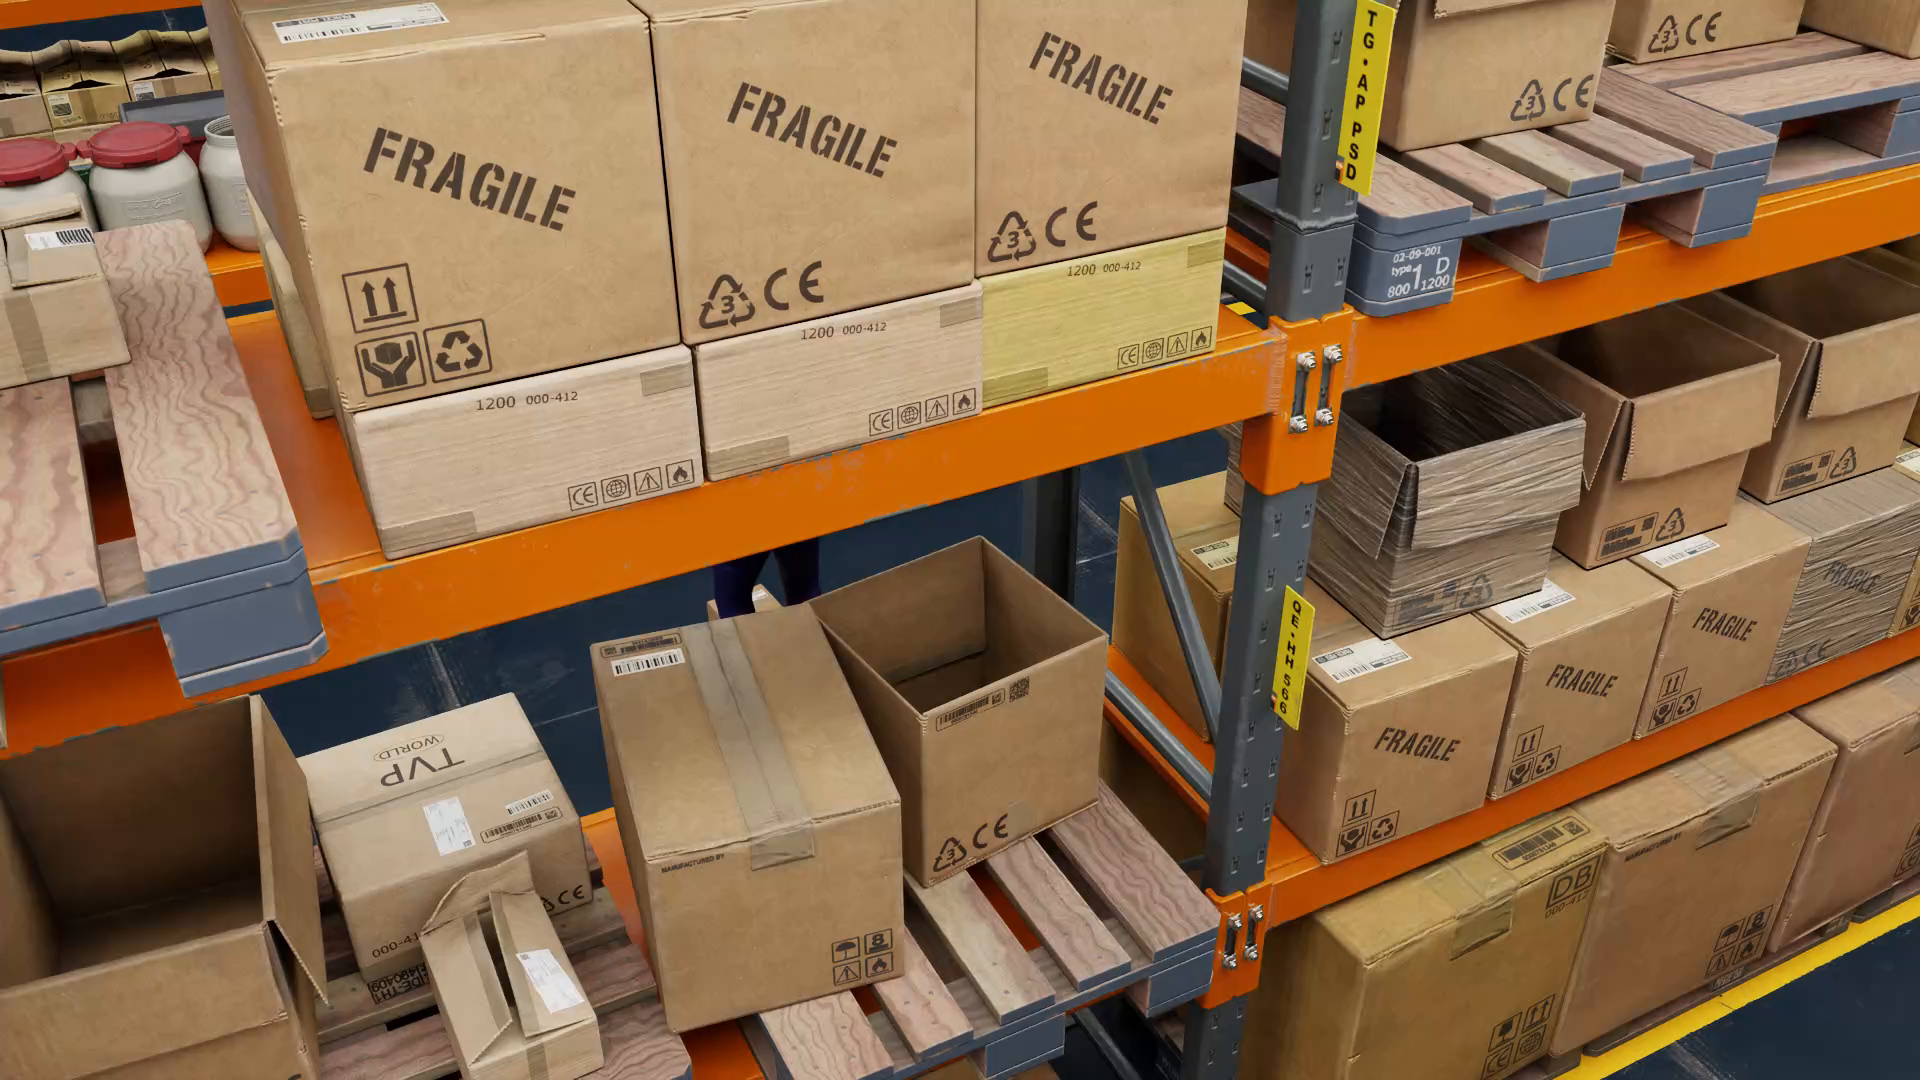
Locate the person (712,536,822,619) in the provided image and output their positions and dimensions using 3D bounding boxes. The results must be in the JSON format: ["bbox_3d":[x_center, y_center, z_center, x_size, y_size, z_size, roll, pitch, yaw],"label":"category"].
[{"bbox_3d":[-0.743,-0.019,6.339,0.528,1.473,0.374,-16,37,-23],"label":"person"}]
